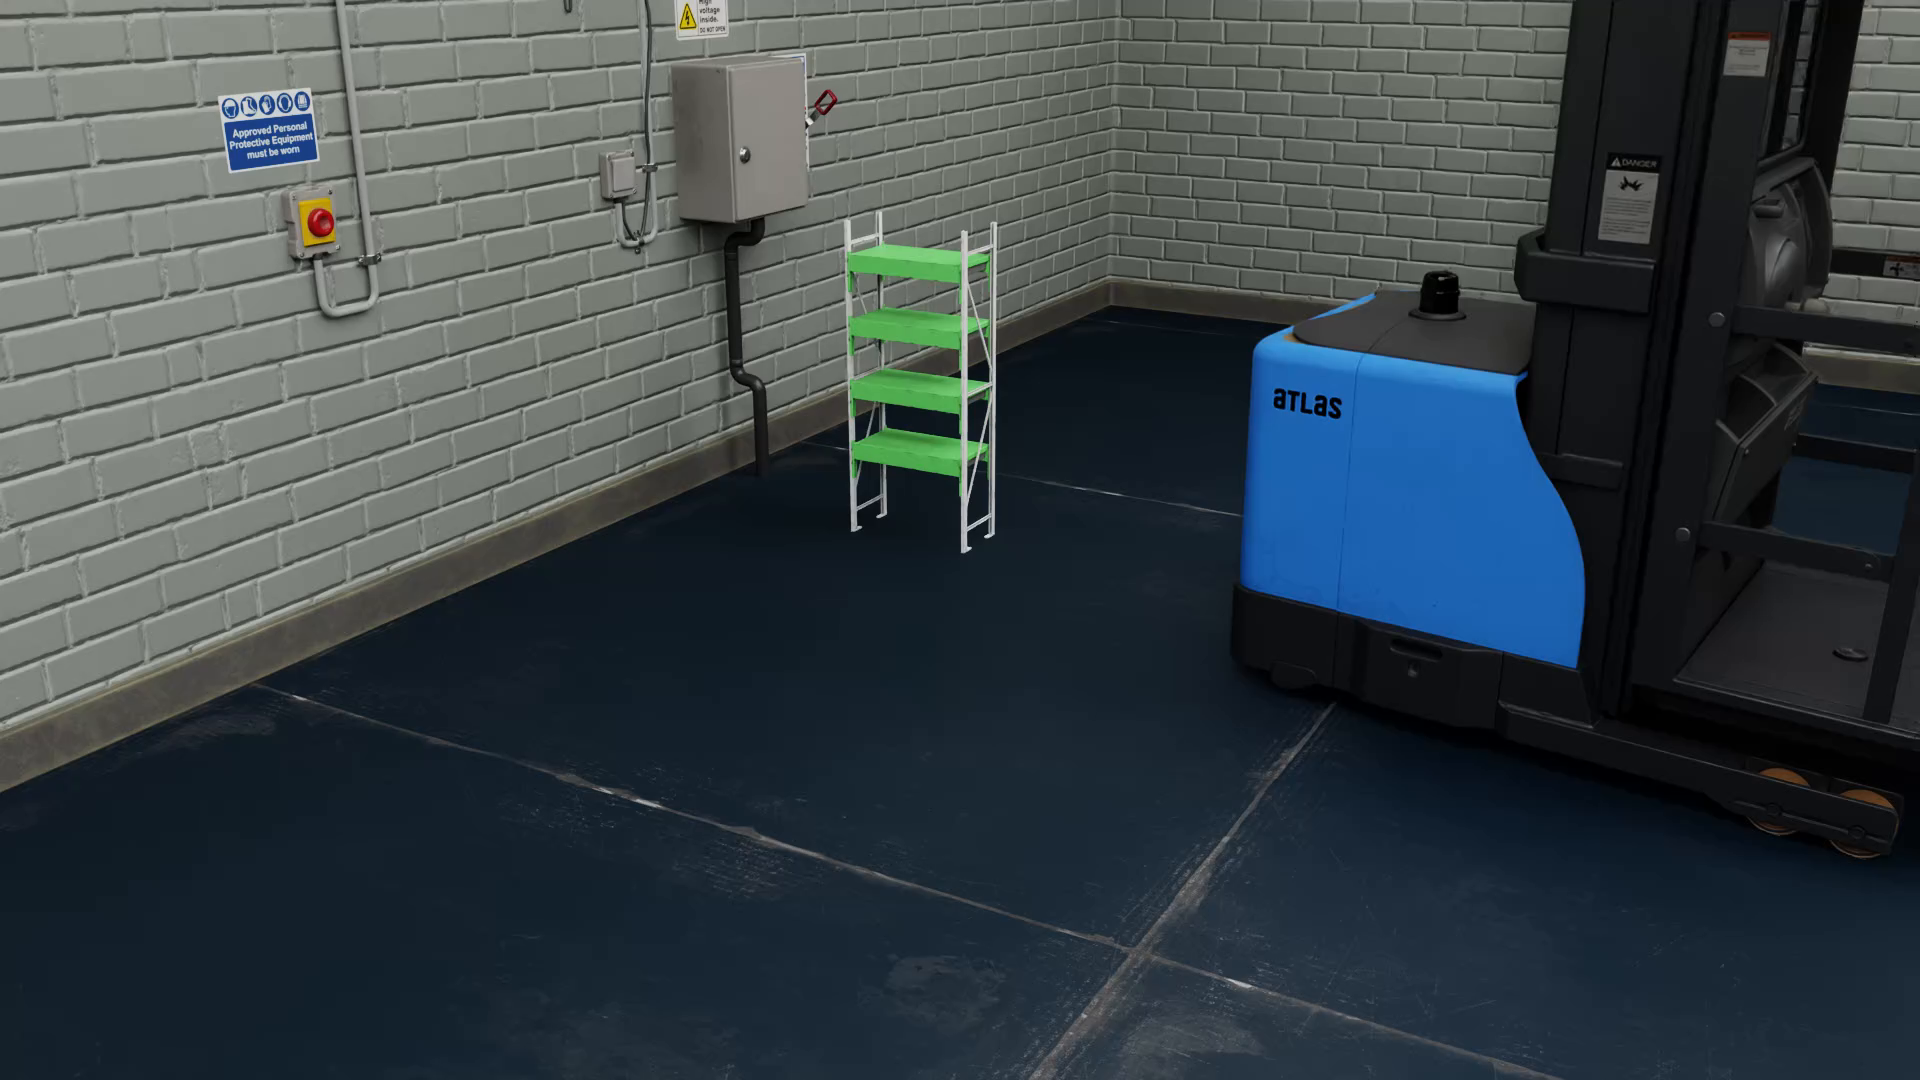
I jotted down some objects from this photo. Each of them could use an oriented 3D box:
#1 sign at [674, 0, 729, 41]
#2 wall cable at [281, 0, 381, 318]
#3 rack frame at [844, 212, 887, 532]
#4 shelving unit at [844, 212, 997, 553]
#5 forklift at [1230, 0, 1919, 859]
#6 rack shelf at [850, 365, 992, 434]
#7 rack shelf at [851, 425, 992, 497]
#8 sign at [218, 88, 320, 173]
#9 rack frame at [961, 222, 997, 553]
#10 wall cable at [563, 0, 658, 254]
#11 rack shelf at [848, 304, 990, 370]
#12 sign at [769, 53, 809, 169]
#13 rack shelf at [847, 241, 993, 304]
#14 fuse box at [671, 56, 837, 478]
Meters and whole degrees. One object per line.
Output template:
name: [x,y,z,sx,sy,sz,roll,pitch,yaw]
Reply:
sign: [-1.015,-2.096,6.534,0.001,0.242,0.339,11,23,27]
wall cable: [-1.959,-1.581,4.789,0.123,1.953,0.585,11,23,27]
rack frame: [-0.358,-0.632,6.348,0.015,1.200,0.240,11,23,27]
shelving unit: [-0.145,-0.592,6.236,0.503,1.200,0.258,11,23,27]
forklift: [2.330,-0.786,4.234,3.031,2.935,1.130,14,24,34]
rack shelf: [-0.145,-0.532,6.258,0.480,0.148,0.258,11,23,27]
rack shelf: [-0.145,-0.306,6.340,0.480,0.148,0.258,11,23,27]
sign: [-2.036,-1.212,4.910,0.001,0.218,0.327,11,23,27]
rack frame: [0.068,-0.551,6.124,0.015,1.200,0.240,11,23,27]
wall cable: [-1.278,-1.991,5.964,0.122,1.984,0.588,11,23,27]
rack shelf: [-0.145,-0.757,6.176,0.480,0.148,0.258,11,23,27]
sign: [-0.747,-1.827,7.142,0.001,0.494,0.329,11,23,27]
rack shelf: [-0.145,-0.983,6.094,0.480,0.148,0.258,11,23,27]
fuse box: [-0.807,-1.084,6.845,0.414,1.711,0.539,11,23,27]
